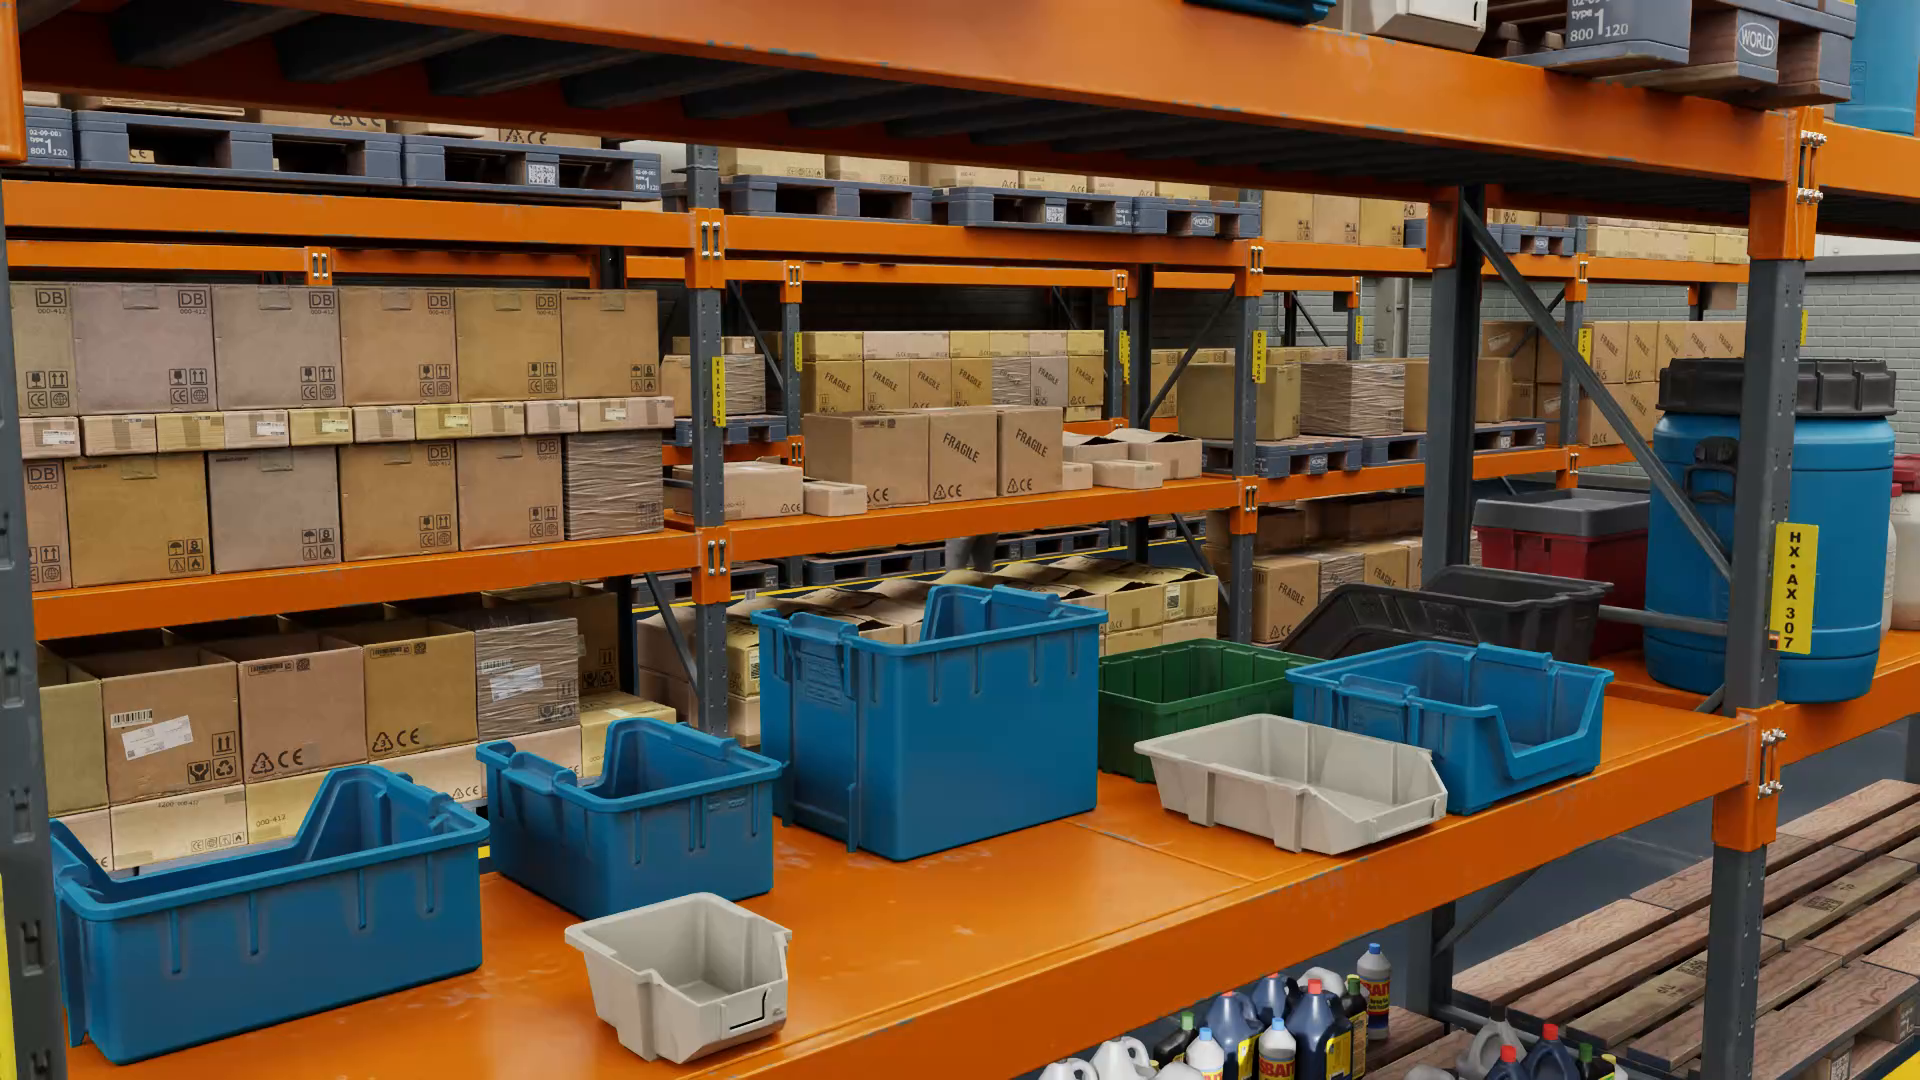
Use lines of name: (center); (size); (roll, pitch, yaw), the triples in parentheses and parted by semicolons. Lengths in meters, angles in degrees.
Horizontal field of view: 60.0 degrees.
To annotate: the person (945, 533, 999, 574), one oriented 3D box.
person: (0.067, -0.169, 12.530); (0.493, 1.671, 0.490); (-7, 10, -41)
